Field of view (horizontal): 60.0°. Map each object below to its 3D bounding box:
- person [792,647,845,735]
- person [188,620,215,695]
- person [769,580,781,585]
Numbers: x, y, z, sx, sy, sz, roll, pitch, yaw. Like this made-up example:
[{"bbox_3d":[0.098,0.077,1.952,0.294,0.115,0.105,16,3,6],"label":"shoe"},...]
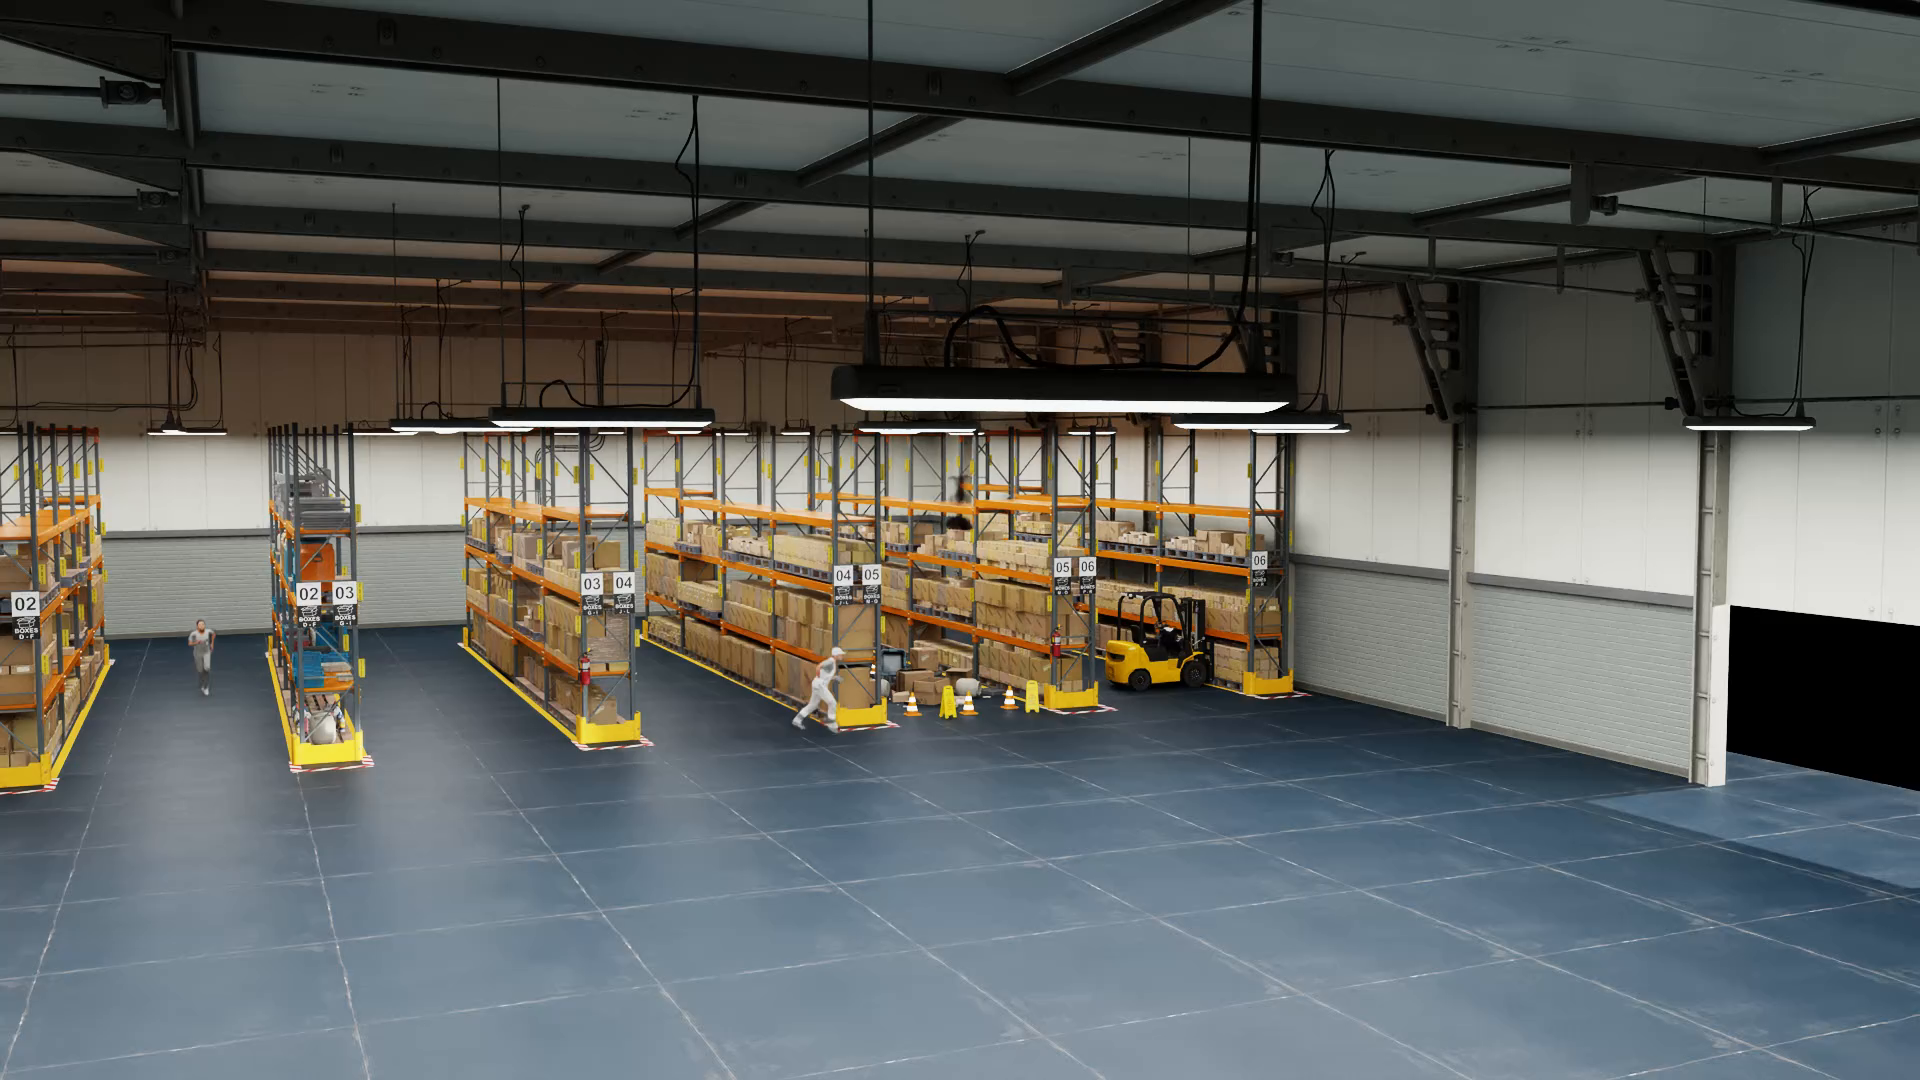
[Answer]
[{"bbox_3d":[-2.737,2.937,32.163,1.055,1.732,0.706,0,3,1],"label":"person"},{"bbox_3d":[-17.002,2.626,37.309,0.548,1.720,0.841,-2,4,-25],"label":"person"},{"bbox_3d":[-5.773,1.701,52.059,0.772,1.758,0.547,-3,5,-43],"label":"person"}]
